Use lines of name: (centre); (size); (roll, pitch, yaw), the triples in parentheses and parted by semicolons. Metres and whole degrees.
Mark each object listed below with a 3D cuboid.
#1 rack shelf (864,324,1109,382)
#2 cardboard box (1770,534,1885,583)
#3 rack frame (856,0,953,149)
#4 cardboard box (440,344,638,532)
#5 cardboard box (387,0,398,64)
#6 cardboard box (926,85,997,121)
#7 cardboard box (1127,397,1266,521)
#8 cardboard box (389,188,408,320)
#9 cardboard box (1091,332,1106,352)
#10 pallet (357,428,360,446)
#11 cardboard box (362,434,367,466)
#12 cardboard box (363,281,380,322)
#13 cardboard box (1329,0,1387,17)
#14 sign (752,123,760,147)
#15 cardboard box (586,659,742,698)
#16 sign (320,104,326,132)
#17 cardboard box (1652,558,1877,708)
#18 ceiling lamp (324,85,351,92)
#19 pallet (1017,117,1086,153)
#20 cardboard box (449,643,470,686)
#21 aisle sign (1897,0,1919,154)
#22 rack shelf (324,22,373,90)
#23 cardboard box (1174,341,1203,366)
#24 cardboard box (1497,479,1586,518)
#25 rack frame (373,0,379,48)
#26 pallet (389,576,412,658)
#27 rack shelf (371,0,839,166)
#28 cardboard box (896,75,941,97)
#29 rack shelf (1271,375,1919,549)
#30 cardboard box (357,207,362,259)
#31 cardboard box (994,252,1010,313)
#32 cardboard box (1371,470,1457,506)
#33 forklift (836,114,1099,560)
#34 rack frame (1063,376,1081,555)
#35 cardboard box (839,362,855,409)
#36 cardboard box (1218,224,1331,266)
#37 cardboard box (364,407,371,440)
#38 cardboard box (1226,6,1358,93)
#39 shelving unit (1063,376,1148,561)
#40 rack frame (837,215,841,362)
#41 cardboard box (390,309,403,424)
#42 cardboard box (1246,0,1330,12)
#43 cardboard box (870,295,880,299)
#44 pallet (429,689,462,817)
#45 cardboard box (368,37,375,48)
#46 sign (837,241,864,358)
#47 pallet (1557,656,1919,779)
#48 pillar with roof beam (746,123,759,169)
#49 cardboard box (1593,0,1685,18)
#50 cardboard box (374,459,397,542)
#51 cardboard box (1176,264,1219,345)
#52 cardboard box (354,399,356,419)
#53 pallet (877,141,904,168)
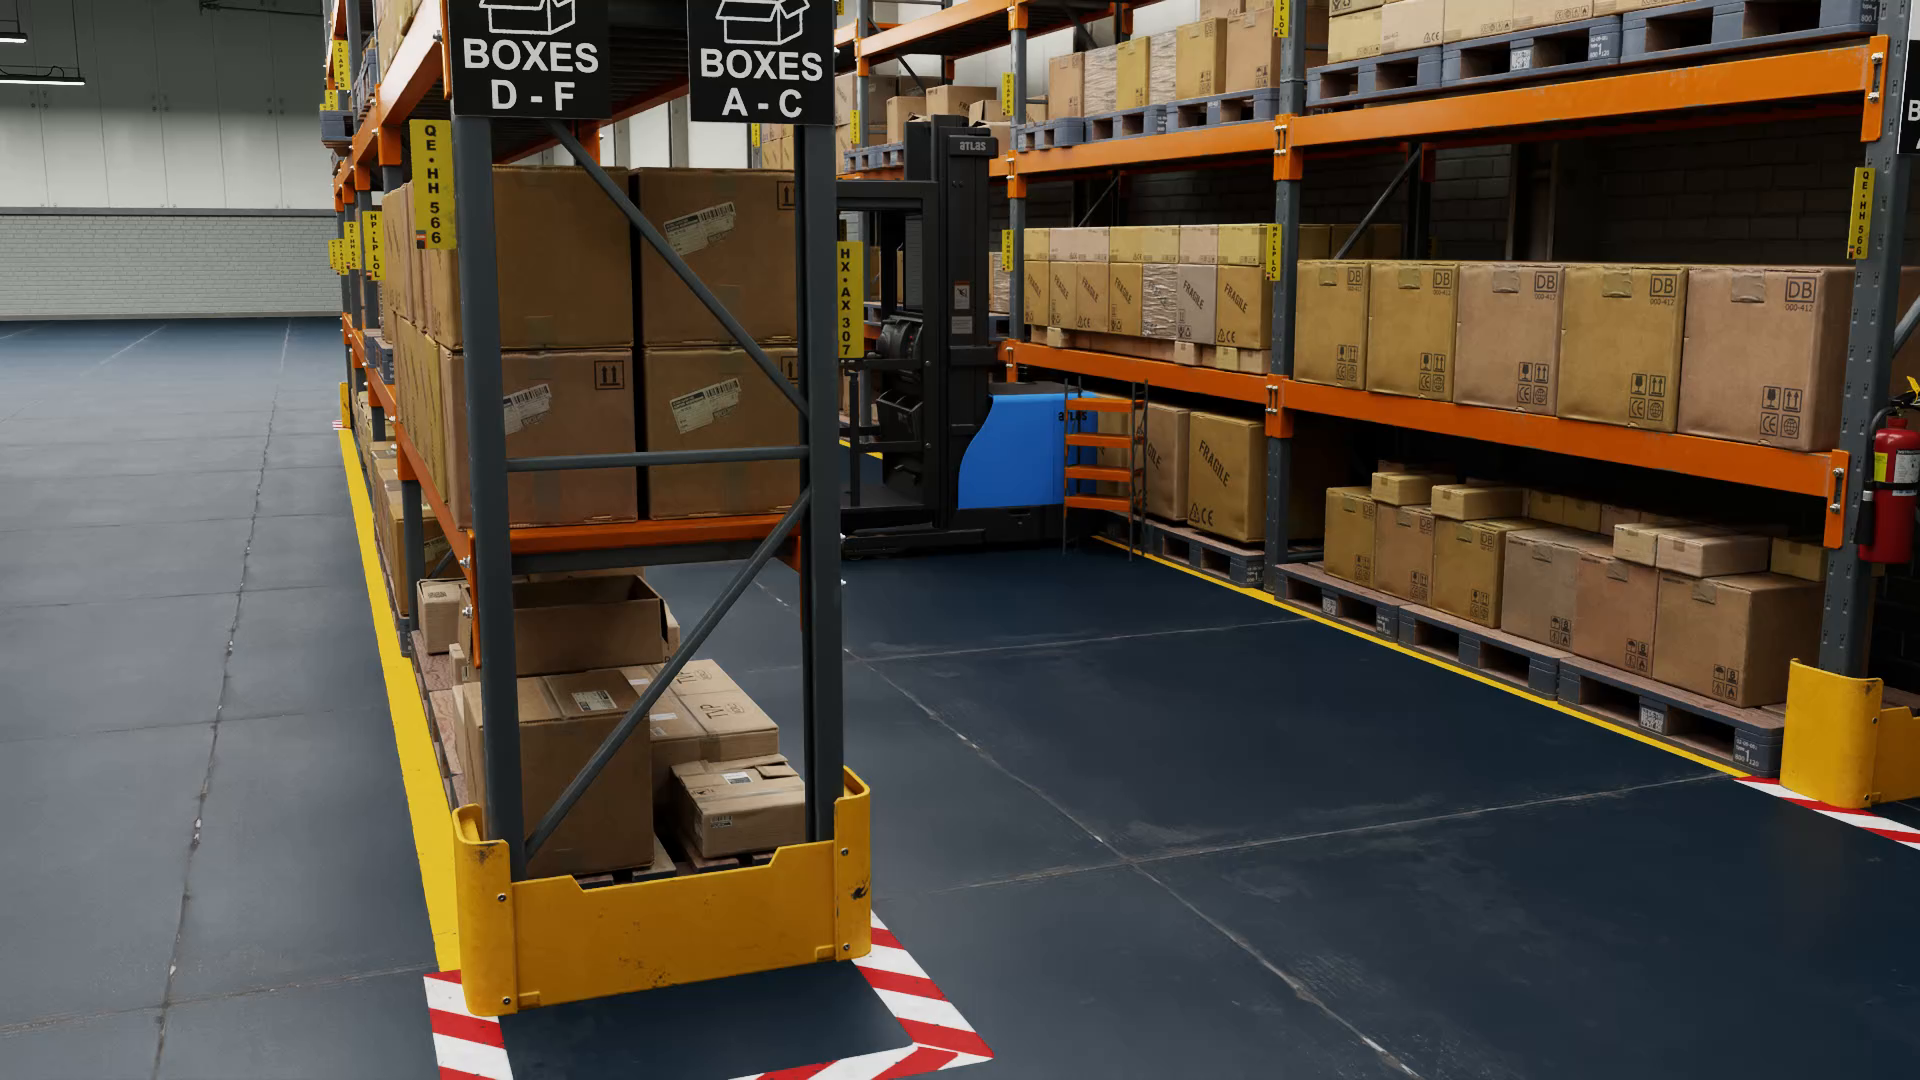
rack shelf: (0.165, -1.810, 15.586); (1.077, 0.370, 4.000); (-4, 11, -21)
cardboard box: (3.674, 0.072, 7.035); (0.380, 0.149, 0.250); (-4, 11, -21)
rack frame: (-0.560, -5.445, 16.833); (1.000, 3.000, 0.127); (-4, 11, -21)
cardboard box: (-1.243, -0.322, 4.881); (0.500, 0.500, 0.500); (-4, 11, -19)
cardboard box: (-1.973, -2.014, 6.543); (0.500, 0.250, 0.500); (-4, 11, -21)
cardboard box: (0.011, -3.928, 15.388); (0.500, 0.500, 0.500); (-4, 11, -23)
cardboard box: (1.658, -0.576, 11.533); (0.750, 0.750, 0.750); (-4, 11, -19)
cardboard box: (-1.994, -1.149, 6.672); (0.500, 0.500, 0.500); (-4, 11, -23)
cardboard box: (1.202, -1.490, 12.393); (0.380, 0.149, 0.250); (-4, 11, -20)
pallet: (-5.870, -1.135, 17.698); (1.003, 0.211, 1.213); (-4, 11, -21)
cardboard box: (-4.886, -0.779, 14.389); (0.500, 0.250, 0.500); (-4, 11, -23)
cardboard box: (-5.342, -2.297, 15.984); (0.700, 0.500, 0.500); (-4, 11, -22)
cardboard box: (2.336, -3.079, 8.902); (0.500, 0.500, 0.500); (-4, 11, -21)
sign: (-2.515, -5.016, 20.496); (0.100, 0.325, 0.005); (-4, 11, -21)
cardboard box: (-1.122, 0.650, 6.296); (0.500, 0.250, 0.500); (-4, 11, -21)
sign: (-7.144, -4.741, 18.719); (0.100, 0.325, 0.005); (-4, 11, -21)
cardboard box: (3.442, 0.384, 7.136); (0.700, 0.500, 0.500); (-4, 11, -21)
ceiling lamp: (-15.043, -12.863, 41.872); (2.000, 3.185, 0.800); (-4, 11, -21)
pallet: (1.173, -3.120, 12.870); (1.213, 0.211, 1.003); (-3, 11, -18)
cardboard box: (-2.003, 0.531, 7.204); (0.380, 0.166, 0.250); (-4, 11, -21)
aisle sign: (3.535, -1.781, 5.946); (0.394, 0.787, 0.004); (-4, 11, -21)
rack shelf: (-5.900, -4.905, 16.995); (1.077, 0.370, 4.000); (-4, 11, -21)
cardboard box: (1.637, -1.233, 10.945); (0.380, 0.149, 0.250); (-4, 11, -21)
cardboard box: (3.027, -0.218, 8.667); (0.380, 0.149, 0.250); (-4, 11, -20)
rack frame: (-2.276, -3.824, 7.721); (1.000, 3.000, 0.127); (-4, 11, -21)
pallet: (-2.606, 0.373, 9.224); (1.003, 0.211, 1.213); (-4, 11, -21)
rack shelf: (-1.551, -1.666, 6.212); (1.077, 0.370, 4.000); (-4, 11, -21)
cardboard box: (-0.471, -4.617, 17.549); (0.500, 0.500, 0.500); (-4, 11, -20)
rack shelf: (3.064, -0.504, 8.245); (1.077, 0.370, 4.000); (-4, 11, -21)
cardboard box: (-5.526, -3.018, 16.333); (0.700, 0.500, 0.500); (-4, 11, -21)
cardboard box: (0.710, -2.180, 14.068); (0.700, 0.500, 0.500); (-5, 11, -28)
cardboard box: (2.469, -0.284, 9.040); (0.380, 0.149, 0.250); (-4, 11, -19)
forklift: (-0.598, -1.410, 11.476); (3.031, 2.935, 1.130); (-3, 11, -17)
rack frame: (0.765, -0.508, 11.348); (0.015, 1.200, 0.240); (5, 11, 28)
cardboard box: (-1.416, -1.795, 19.328); (0.700, 0.500, 0.500); (-5, 11, -24)
cardboard box: (1.932, -1.820, 10.252); (0.500, 0.250, 0.500); (-4, 11, -20)
cardboard box: (-4.699, -0.971, 13.864); (0.500, 0.311, 0.500); (-4, 11, -19)
cardboard box: (2.123, -3.078, 10.554); (0.700, 0.500, 0.500); (-5, 11, -24)
shelving unit: (0.980, -0.487, 11.234); (0.503, 1.200, 0.258); (5, 11, 28)
rack frame: (-2.009, -3.144, 21.029); (1.000, 3.000, 0.127); (-4, 11, -21)
cardboard box: (-2.345, -0.819, 7.673); (0.500, 0.500, 0.500); (-4, 11, -19)
cardboard box: (2.143, -3.449, 10.496); (0.500, 0.250, 0.500); (-3, 11, -17)
cardboard box: (-1.014, -2.485, 17.696); (0.500, 0.250, 0.500); (-4, 11, -21)
pallet: (-1.582, 0.815, 6.739); (1.003, 0.211, 1.213); (-4, 11, -21)
cardboard box: (-3.163, -2.812, 10.312); (0.910, 0.500, 0.500); (-4, 11, -21)
sign: (-0.321, -0.678, 4.694); (0.100, 0.325, 0.005); (-4, 11, -21)
pallet: (3.426, 0.715, 7.297); (1.003, 0.211, 1.213); (-4, 11, -21)
pillar with roof beam: (-7.136, -6.744, 24.140); (9.100, 9.000, 0.400); (-4, 11, -21)
cardboard box: (3.087, -2.379, 7.106); (0.500, 0.250, 0.500); (-4, 11, -23)
cardboard box: (-3.455, -0.249, 10.637); (0.500, 0.500, 0.500); (-4, 11, -22)
cardboard box: (1.743, -1.533, 10.779); (0.500, 0.500, 0.500); (-4, 11, -20)
cardboard box: (-6.272, -1.417, 17.974); (0.500, 0.250, 0.500); (-4, 11, -21)
pallet: (-0.056, -3.599, 15.557); (1.213, 0.211, 1.003); (-4, 11, -21)
